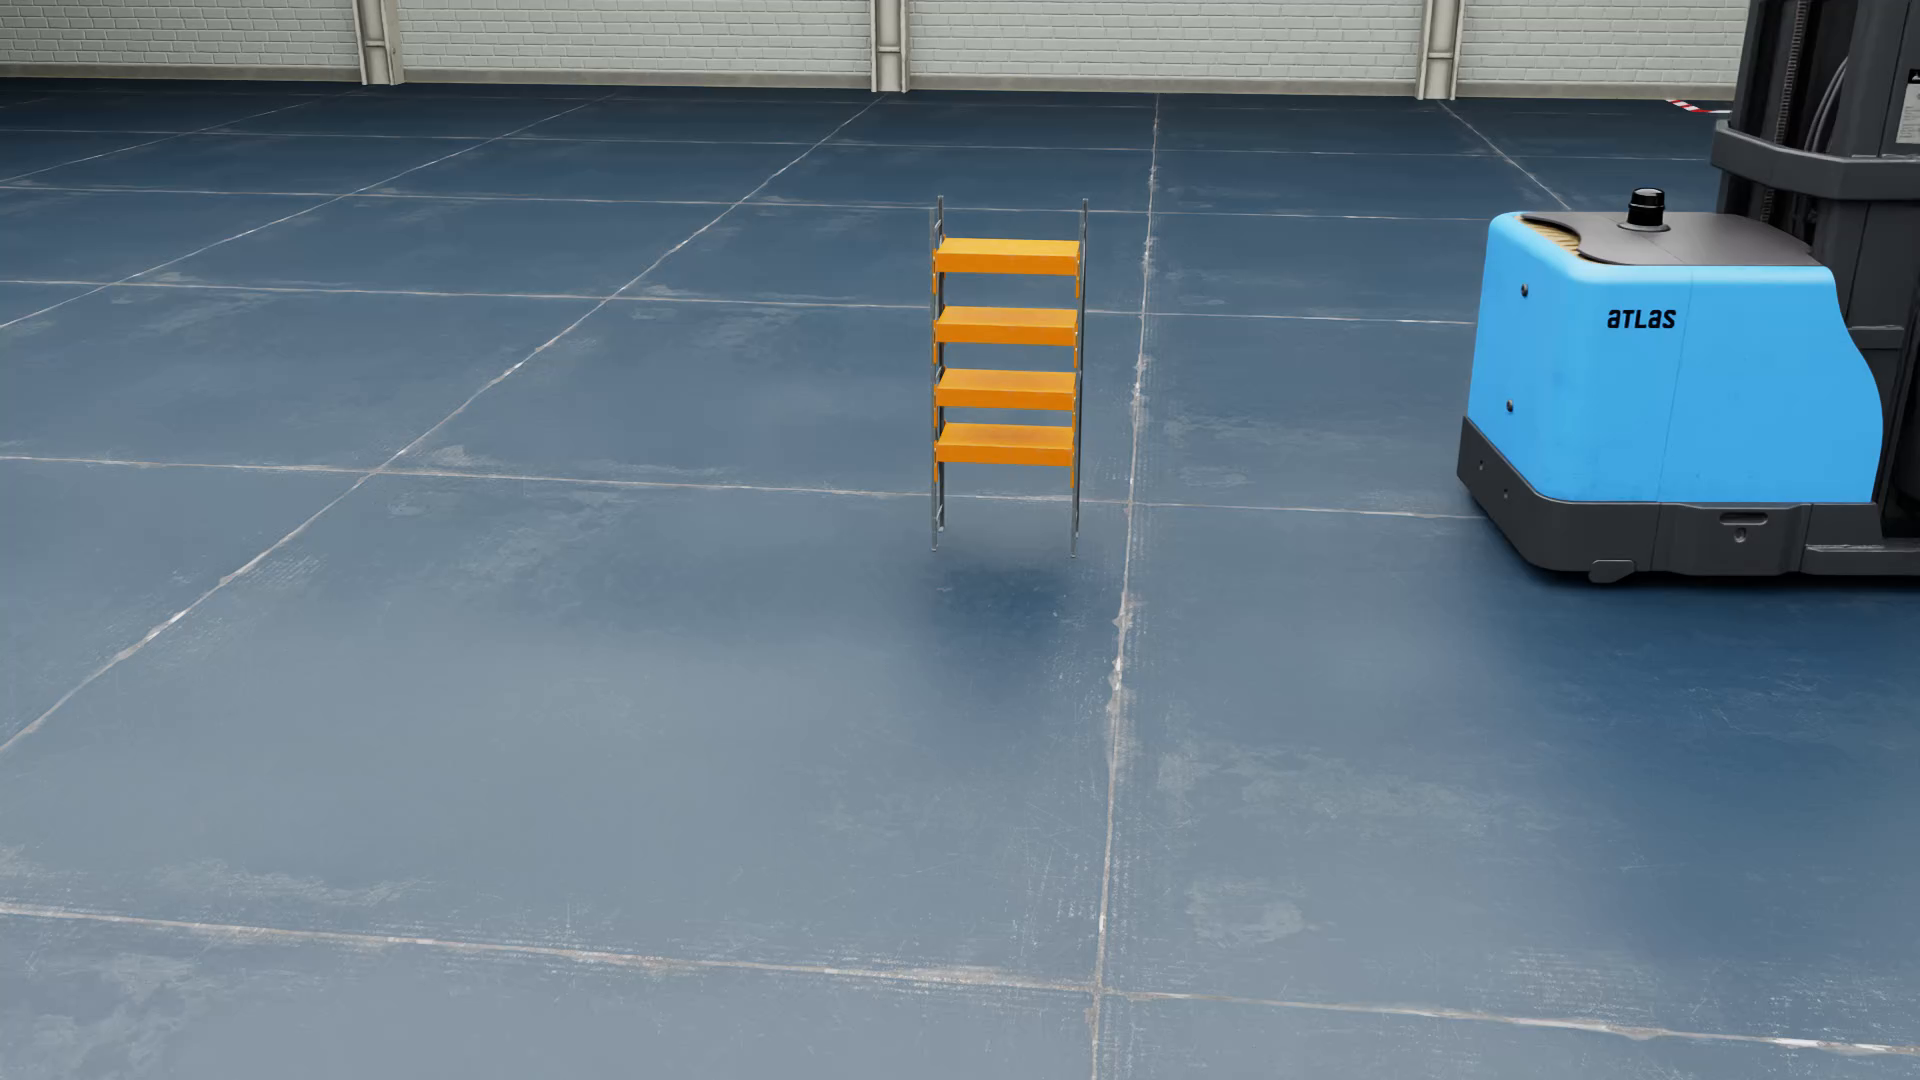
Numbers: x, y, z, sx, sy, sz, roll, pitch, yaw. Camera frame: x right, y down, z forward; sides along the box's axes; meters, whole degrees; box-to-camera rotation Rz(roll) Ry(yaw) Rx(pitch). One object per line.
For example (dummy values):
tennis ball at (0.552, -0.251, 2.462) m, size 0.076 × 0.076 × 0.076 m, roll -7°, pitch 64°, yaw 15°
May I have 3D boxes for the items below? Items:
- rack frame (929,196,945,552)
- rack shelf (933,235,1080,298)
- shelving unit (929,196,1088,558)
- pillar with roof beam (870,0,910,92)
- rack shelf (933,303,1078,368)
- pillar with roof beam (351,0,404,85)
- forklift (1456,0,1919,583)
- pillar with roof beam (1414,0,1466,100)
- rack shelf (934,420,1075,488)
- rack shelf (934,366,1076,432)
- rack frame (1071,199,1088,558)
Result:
rack frame at (-0.078, -0.561, 5.728) m, size 0.015 × 1.200 × 0.240 m, roll 2°, pitch 22°, yaw 6°
rack shelf at (0.164, -0.916, 5.557) m, size 0.480 × 0.148 × 0.258 m, roll 2°, pitch 22°, yaw 6°
shelving unit at (0.164, -0.551, 5.701) m, size 0.503 × 1.200 × 0.258 m, roll 2°, pitch 22°, yaw 6°
pillar with roof beam at (-1.288, -7.697, 13.169) m, size 0.400 × 9.000 × 9.100 m, roll 2°, pitch 22°, yaw 6°
rack shelf at (0.164, -0.696, 5.644) m, size 0.480 × 0.148 × 0.258 m, roll 2°, pitch 22°, yaw 6°
pillar with roof beam at (-7.247, -7.956, 13.825) m, size 0.400 × 9.000 × 9.100 m, roll 2°, pitch 22°, yaw 6°
forklift at (3.413, -1.381, 5.447) m, size 3.031 × 2.935 × 1.130 m, roll 0°, pitch 22°, yaw 0°
pillar with roof beam at (4.670, -7.437, 12.512) m, size 0.400 × 9.000 × 9.100 m, roll 2°, pitch 22°, yaw 6°
rack shelf at (0.164, -0.304, 5.799) m, size 0.480 × 0.148 × 0.258 m, roll 2°, pitch 22°, yaw 6°
rack shelf at (0.164, -0.488, 5.726) m, size 0.480 × 0.148 × 0.258 m, roll 2°, pitch 22°, yaw 6°
rack frame at (0.407, -0.540, 5.674) m, size 0.015 × 1.200 × 0.240 m, roll 2°, pitch 22°, yaw 6°
